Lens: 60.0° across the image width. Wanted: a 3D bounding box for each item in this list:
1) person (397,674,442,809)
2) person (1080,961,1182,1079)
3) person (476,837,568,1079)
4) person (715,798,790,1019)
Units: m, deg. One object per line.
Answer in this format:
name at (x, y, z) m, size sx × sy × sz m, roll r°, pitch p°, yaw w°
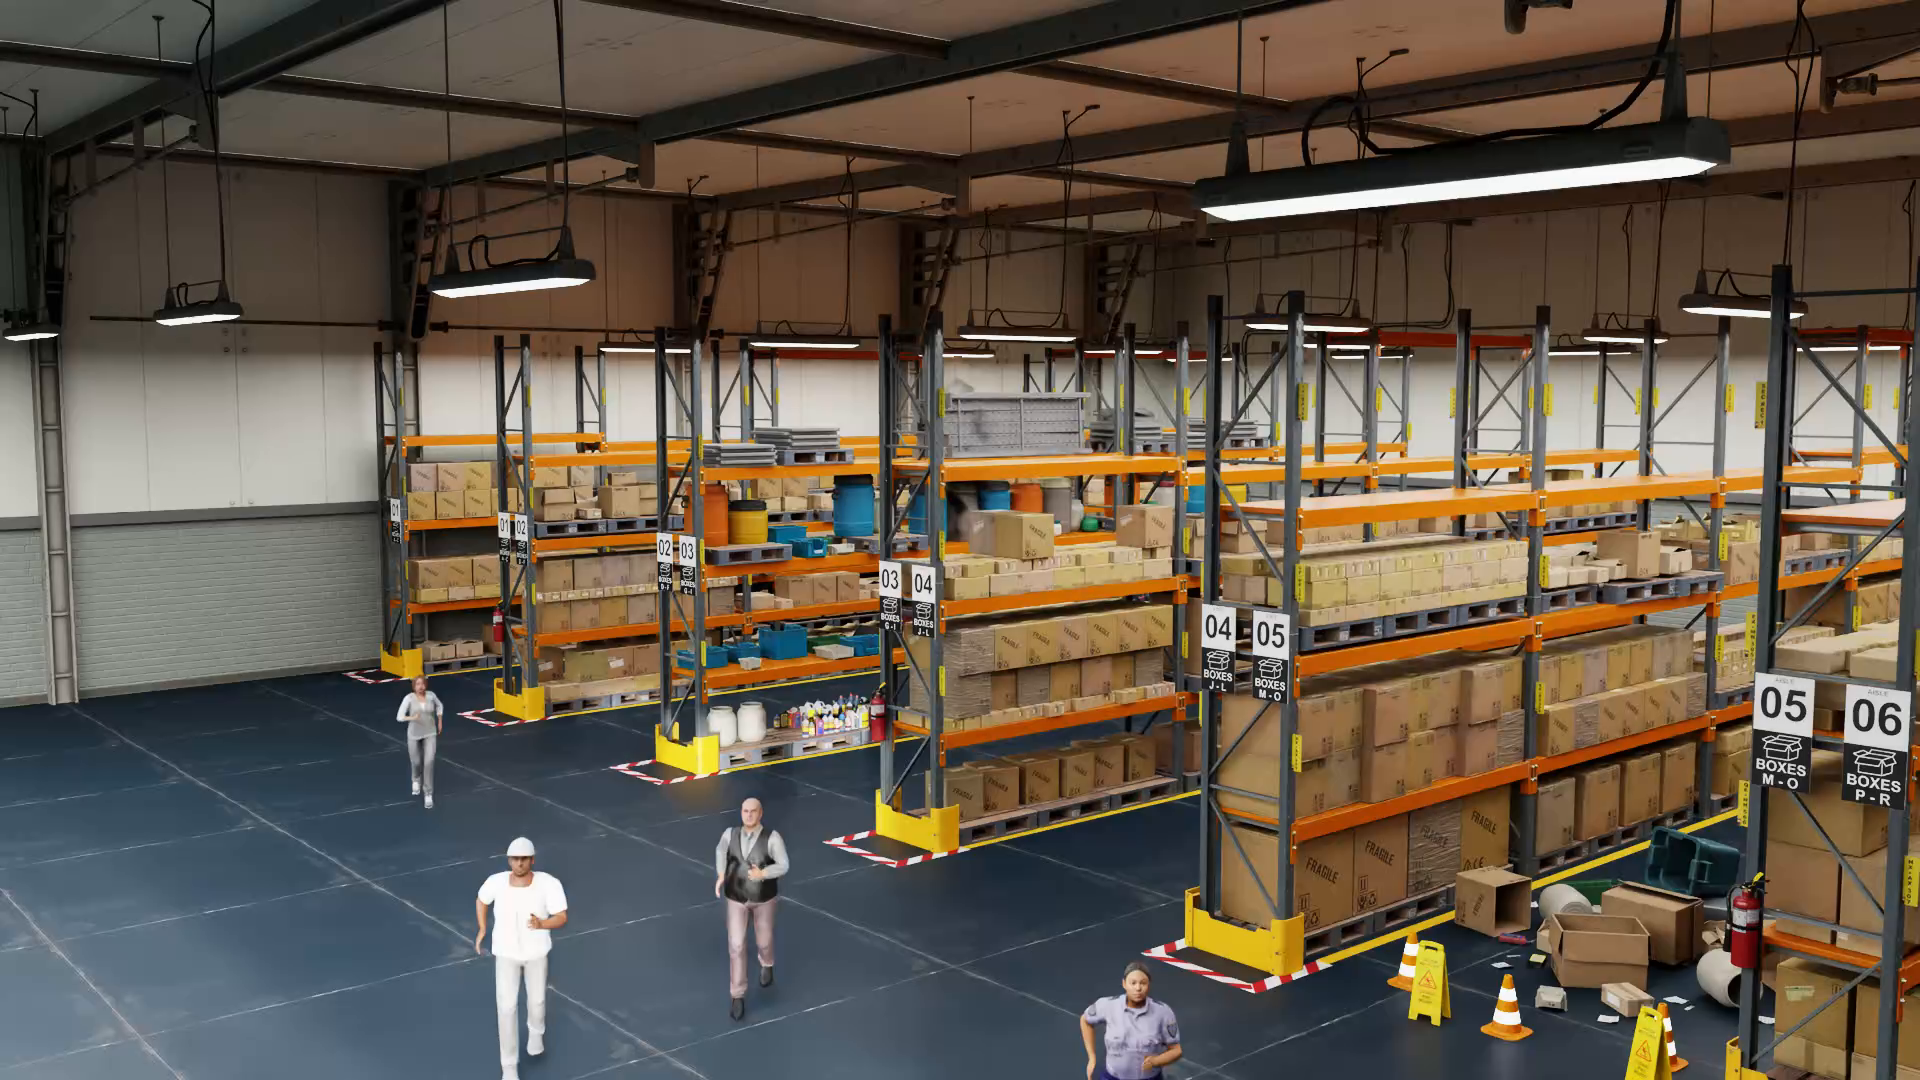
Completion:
person at (-6.708, 2.463, 20.694) m, size 0.566 × 1.611 × 0.831 m, roll -2°, pitch 6°, yaw -23°
person at (1.062, 3.424, 10.231) m, size 0.589 × 1.695 × 0.679 m, roll 0°, pitch 5°, yaw -4°
person at (-3.297, 3.137, 12.528) m, size 0.677 × 1.821 × 0.820 m, roll -1°, pitch 5°, yaw -13°
person at (-1.749, 3.011, 13.923) m, size 0.659 × 1.713 × 0.948 m, roll 0°, pitch 5°, yaw 1°
